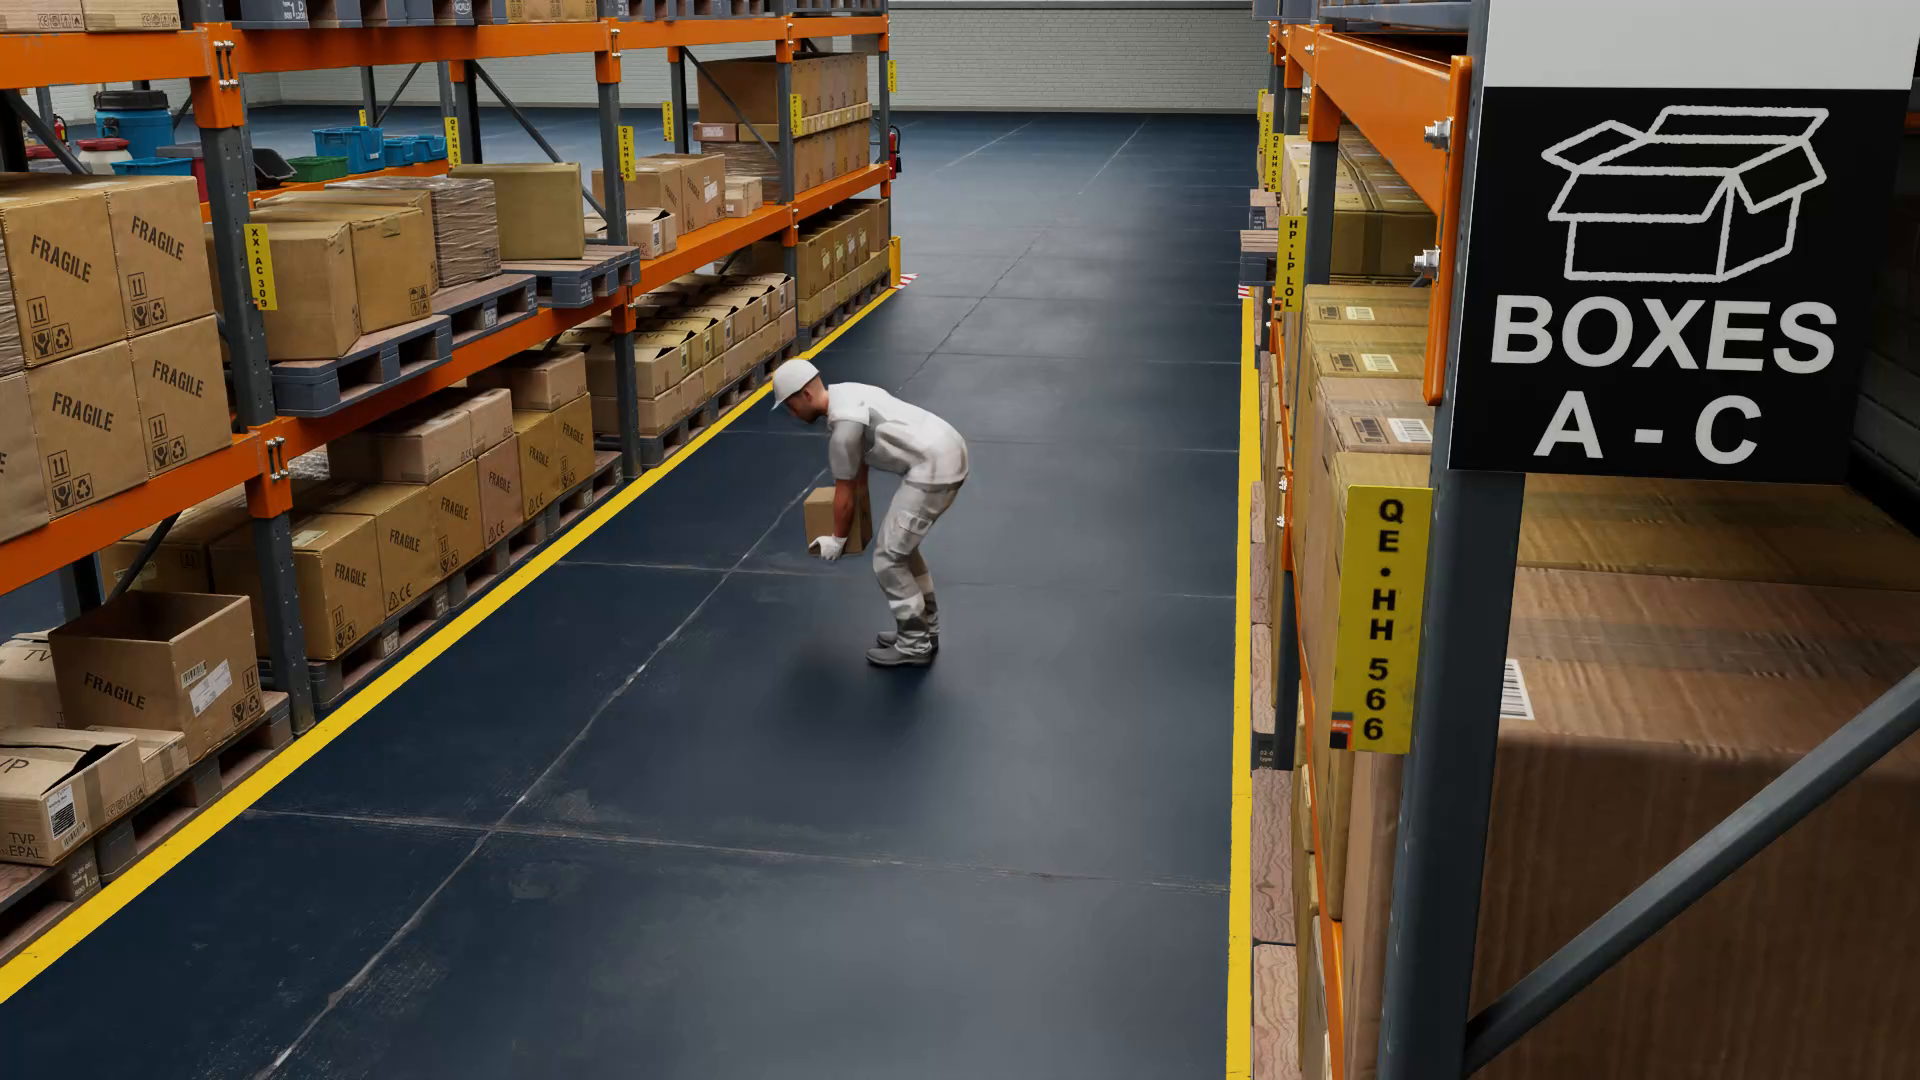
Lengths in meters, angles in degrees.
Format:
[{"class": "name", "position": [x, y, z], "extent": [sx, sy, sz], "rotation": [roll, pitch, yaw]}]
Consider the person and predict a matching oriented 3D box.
[{"class": "person", "position": [-0.401, -0.132, 7.570], "extent": [0.887, 1.393, 0.490], "rotation": [2, 18, 7]}]
